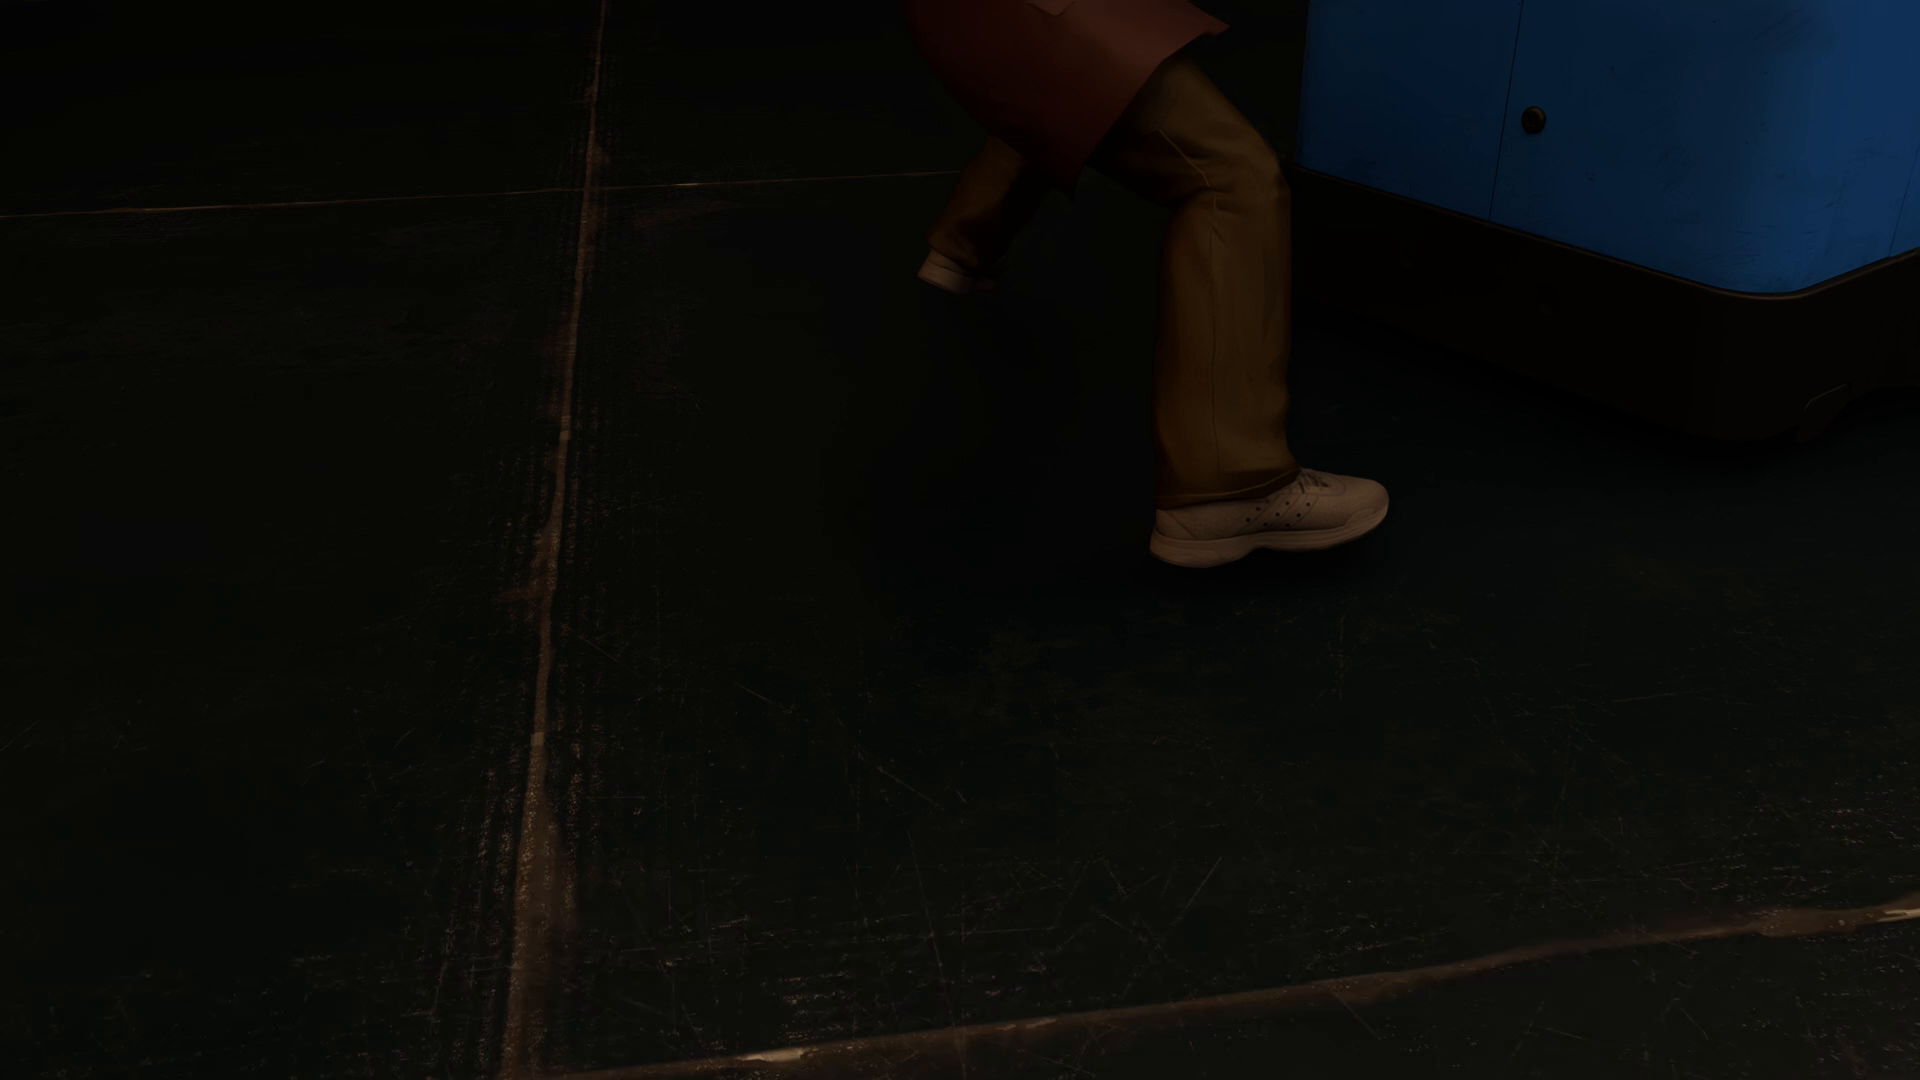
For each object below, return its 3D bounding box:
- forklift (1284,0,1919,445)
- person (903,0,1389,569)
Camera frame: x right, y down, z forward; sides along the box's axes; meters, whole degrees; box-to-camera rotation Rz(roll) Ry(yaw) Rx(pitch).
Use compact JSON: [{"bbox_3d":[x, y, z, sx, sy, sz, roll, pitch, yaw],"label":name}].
[{"bbox_3d":[2.116,-1.989,3.121,3.031,2.935,1.130,-19,34,-32],"label":"forklift"},{"bbox_3d":[0.236,-0.922,2.526,0.713,1.523,1.267,-2,28,-4],"label":"person"}]
